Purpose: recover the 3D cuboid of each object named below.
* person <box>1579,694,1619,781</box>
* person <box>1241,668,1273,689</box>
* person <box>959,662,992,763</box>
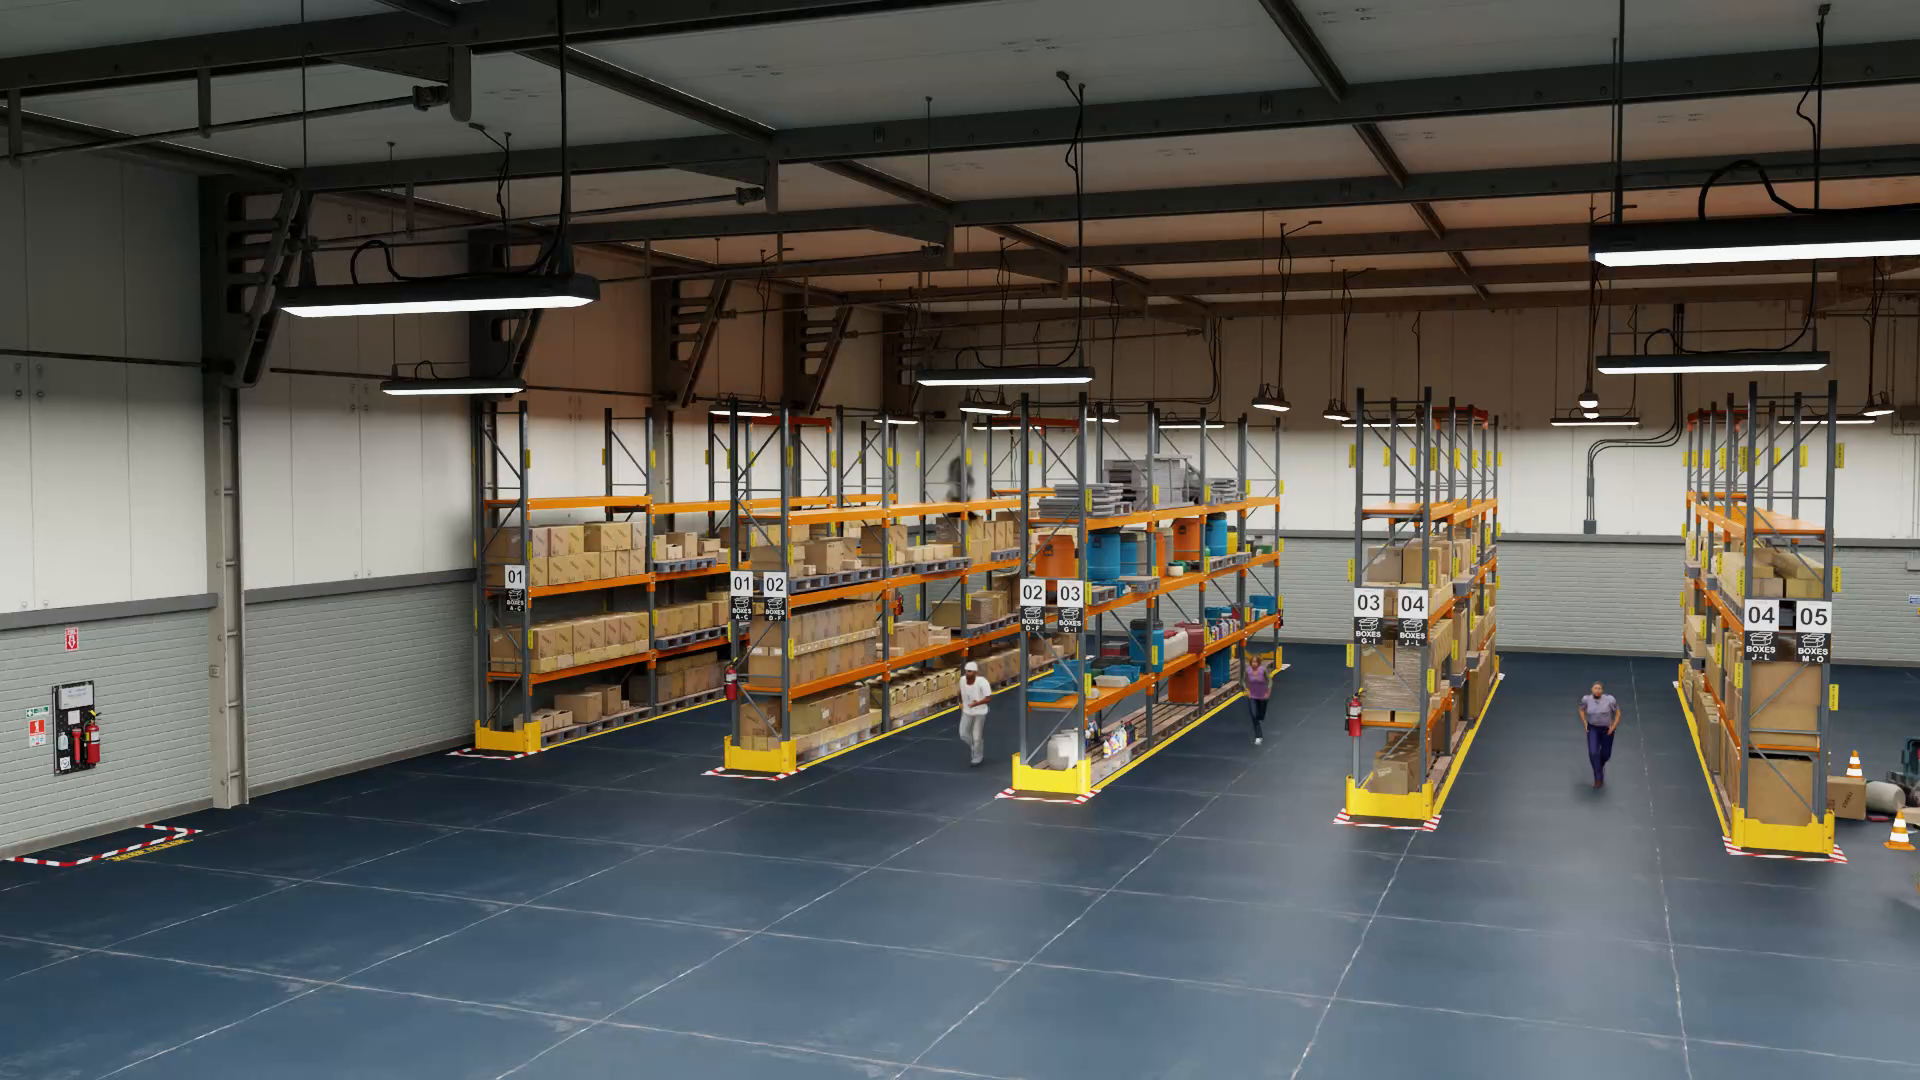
[{"bbox_3d":[9.860,2.988,25.686,0.580,1.326,0.749,1,3,21],"label":"person"},{"bbox_3d":[5.249,2.524,29.396,0.553,0.570,0.334,1,3,11],"label":"person"},{"bbox_3d":[0.239,2.817,27.126,0.649,1.695,0.603,1,3,25],"label":"person"}]
